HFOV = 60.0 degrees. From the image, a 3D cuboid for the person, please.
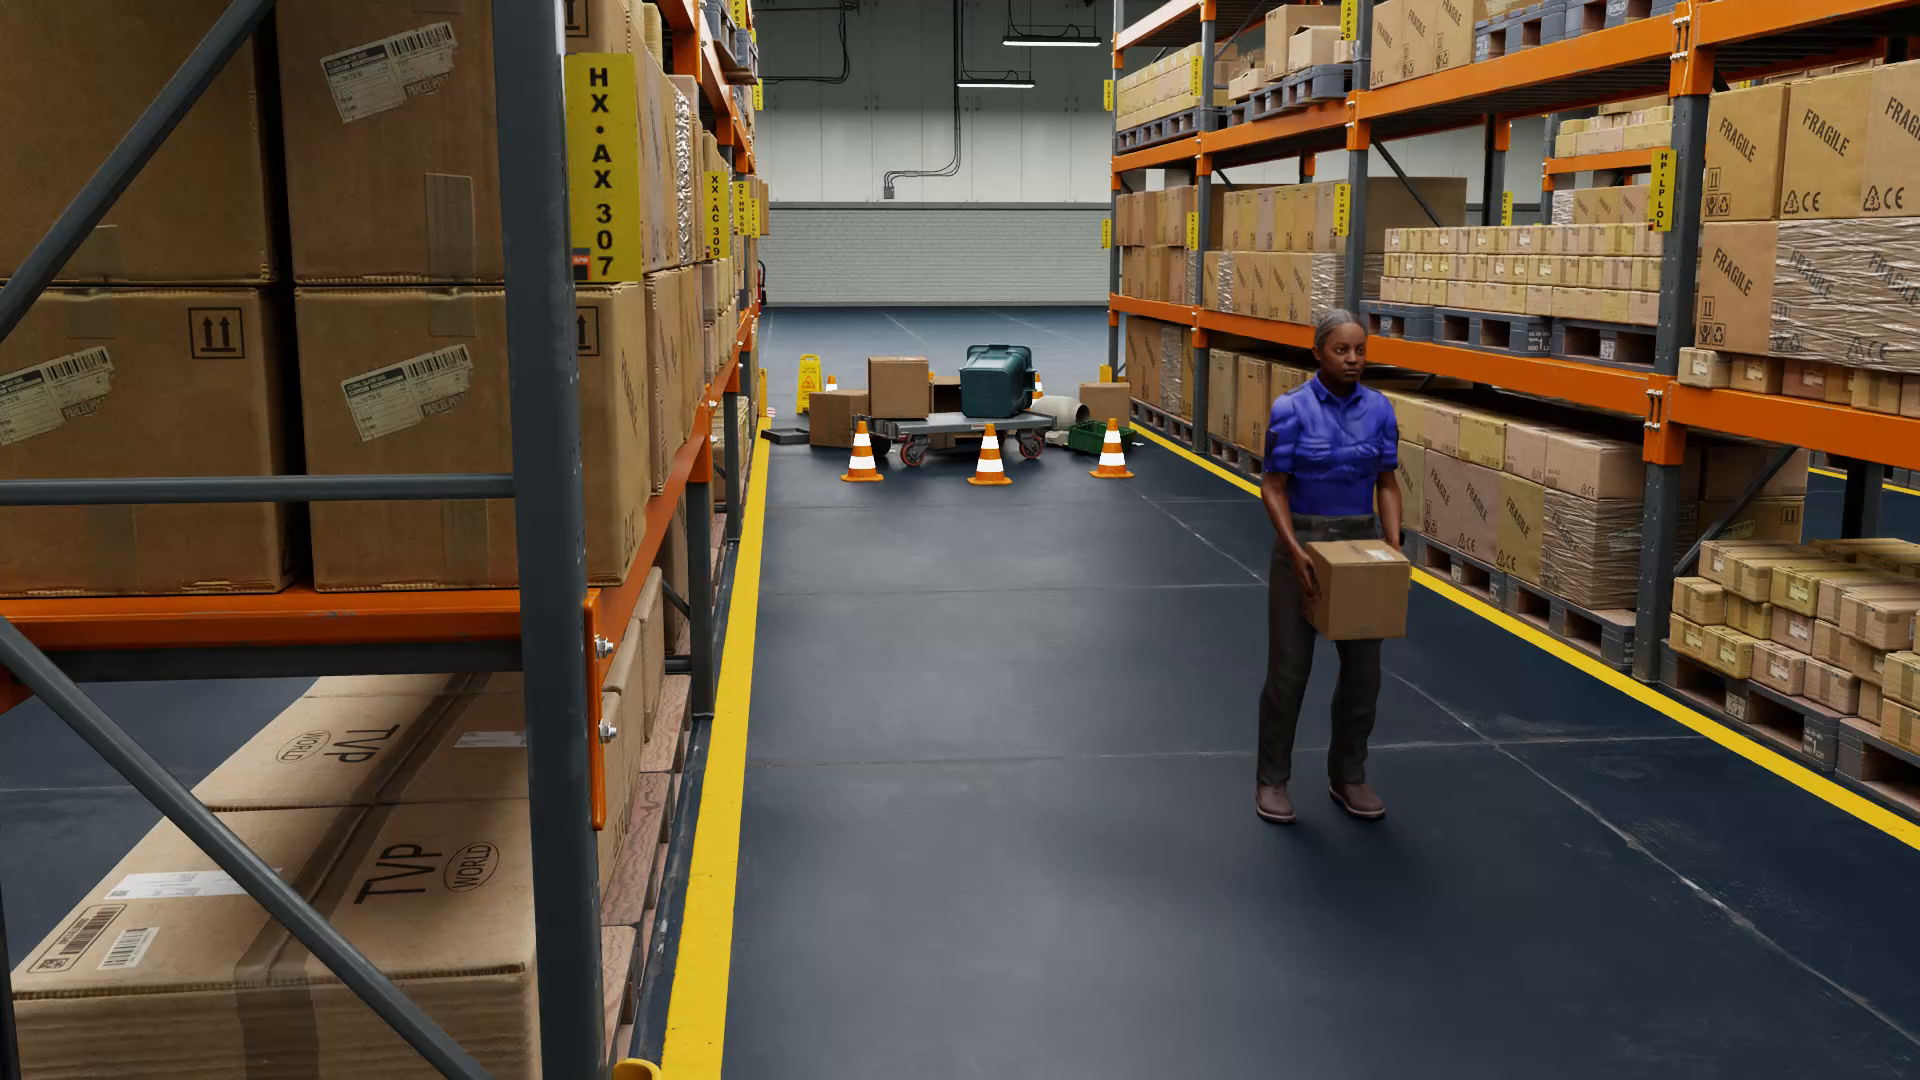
[{"bbox_3d":[1.218,0.084,5.427,0.479,1.663,0.405,-1,10,-7],"label":"person"}]
